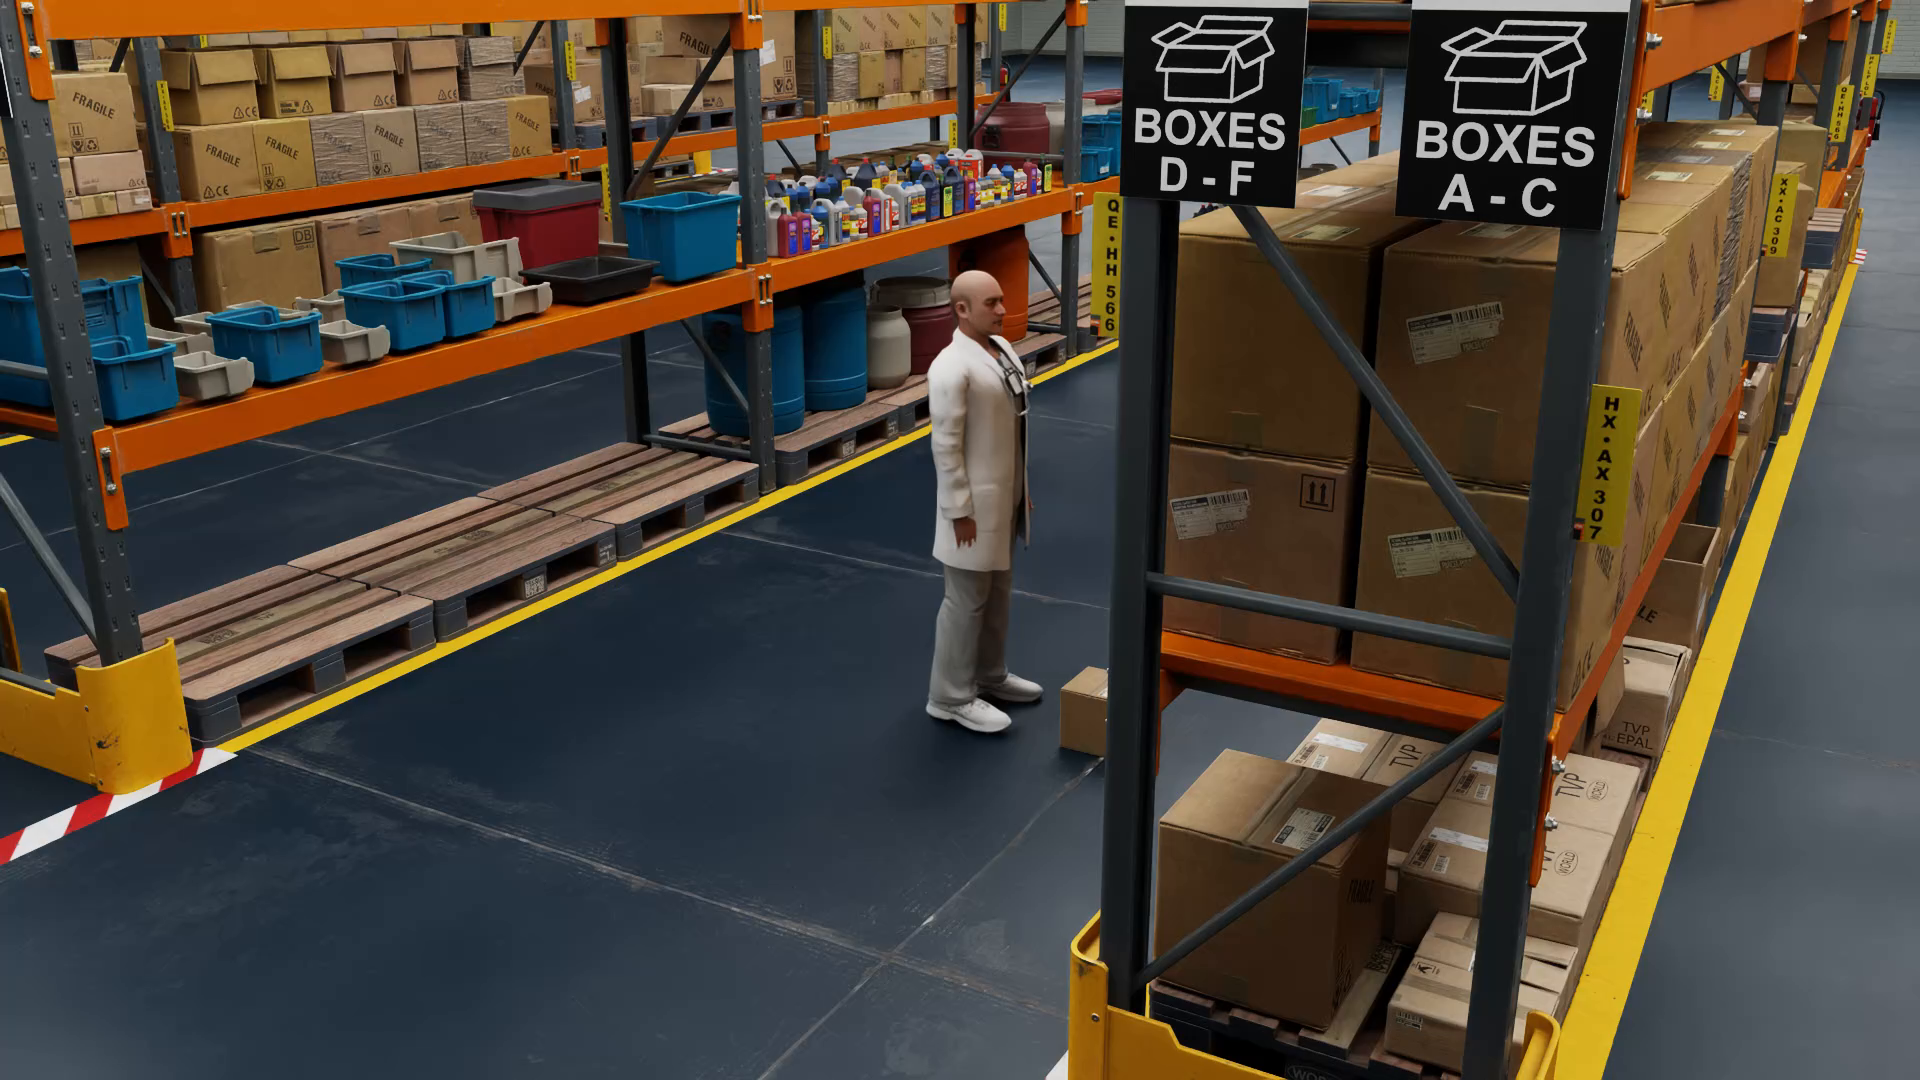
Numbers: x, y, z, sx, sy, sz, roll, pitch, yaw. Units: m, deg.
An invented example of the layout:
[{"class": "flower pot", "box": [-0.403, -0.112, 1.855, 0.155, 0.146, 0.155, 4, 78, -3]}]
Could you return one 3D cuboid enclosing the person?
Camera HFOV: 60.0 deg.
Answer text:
[{"class": "person", "box": [0.096, -0.153, 6.473, 0.377, 1.790, 0.585, 8, 21, 22]}]
